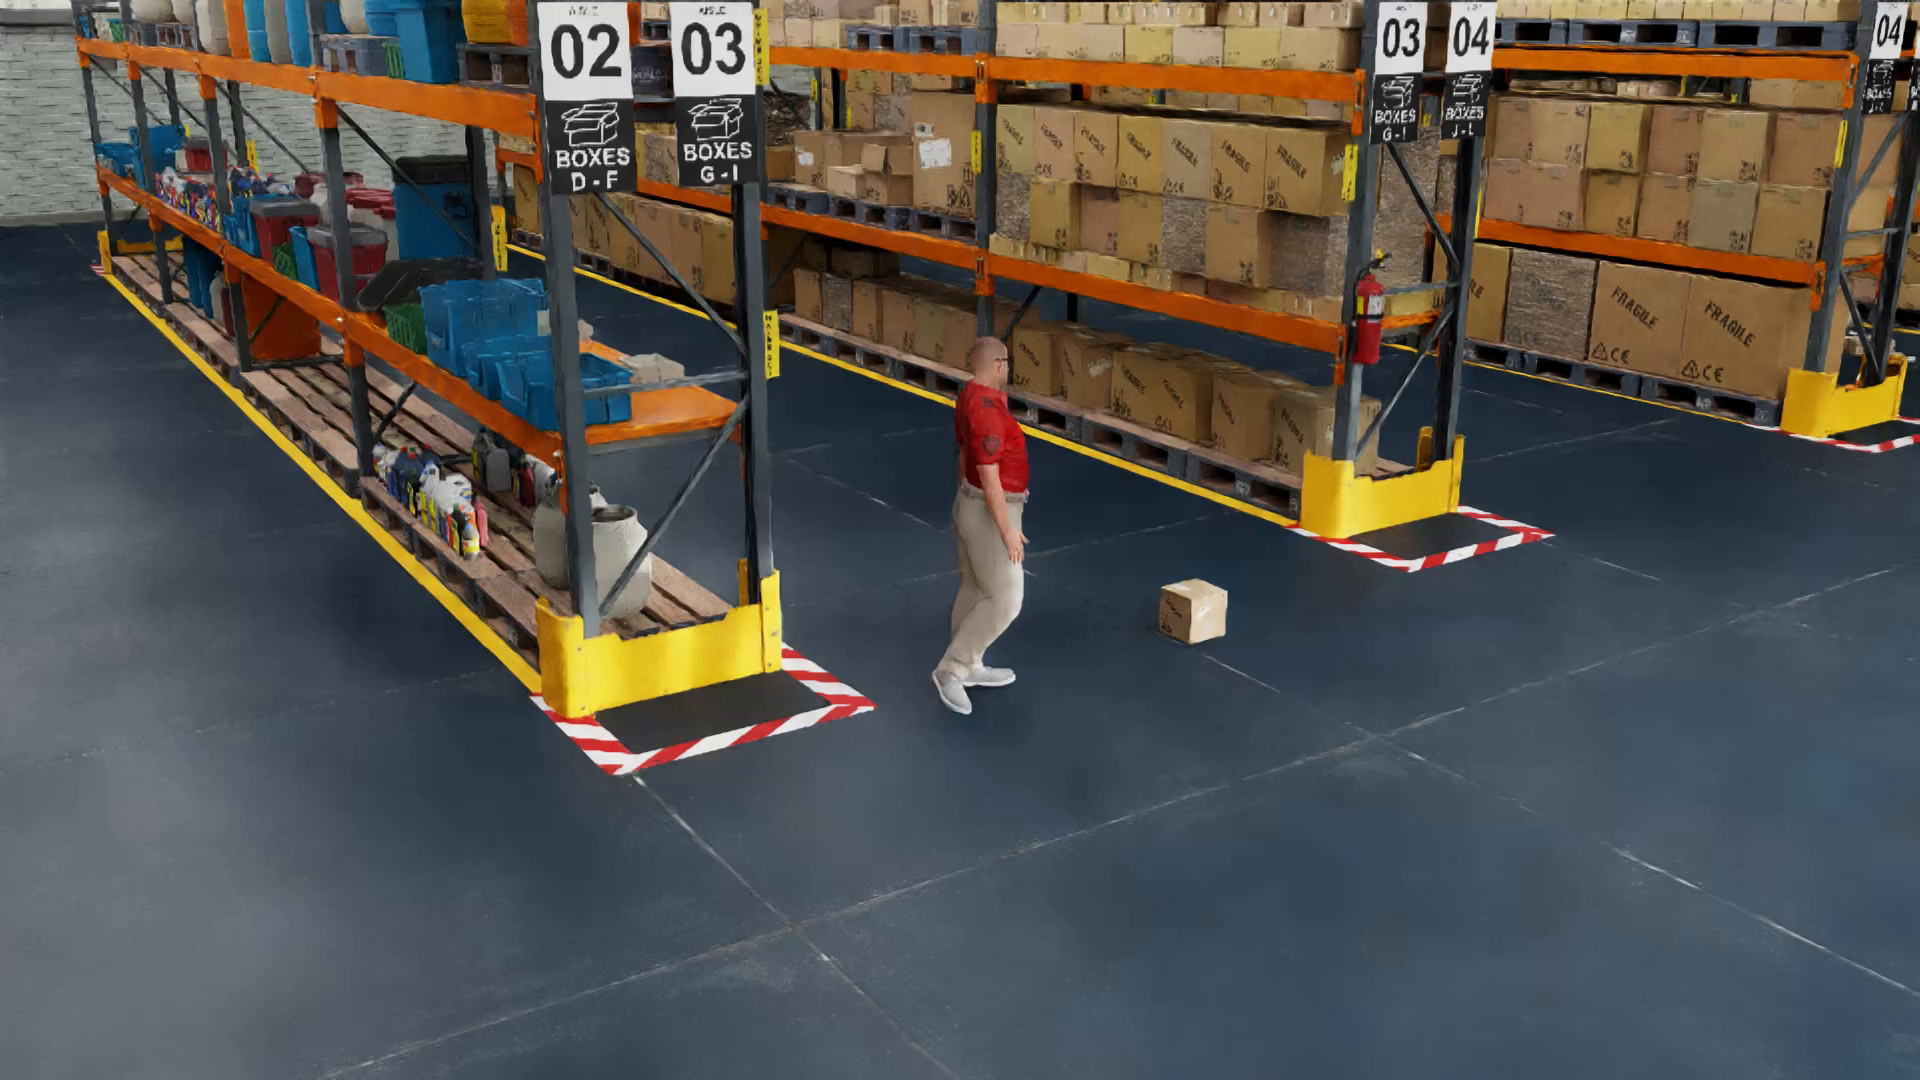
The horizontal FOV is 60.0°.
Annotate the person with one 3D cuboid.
[{"bbox_3d":[0.095,-0.085,7.790,0.487,1.718,0.719,-2,18,-6],"label":"person"}]
